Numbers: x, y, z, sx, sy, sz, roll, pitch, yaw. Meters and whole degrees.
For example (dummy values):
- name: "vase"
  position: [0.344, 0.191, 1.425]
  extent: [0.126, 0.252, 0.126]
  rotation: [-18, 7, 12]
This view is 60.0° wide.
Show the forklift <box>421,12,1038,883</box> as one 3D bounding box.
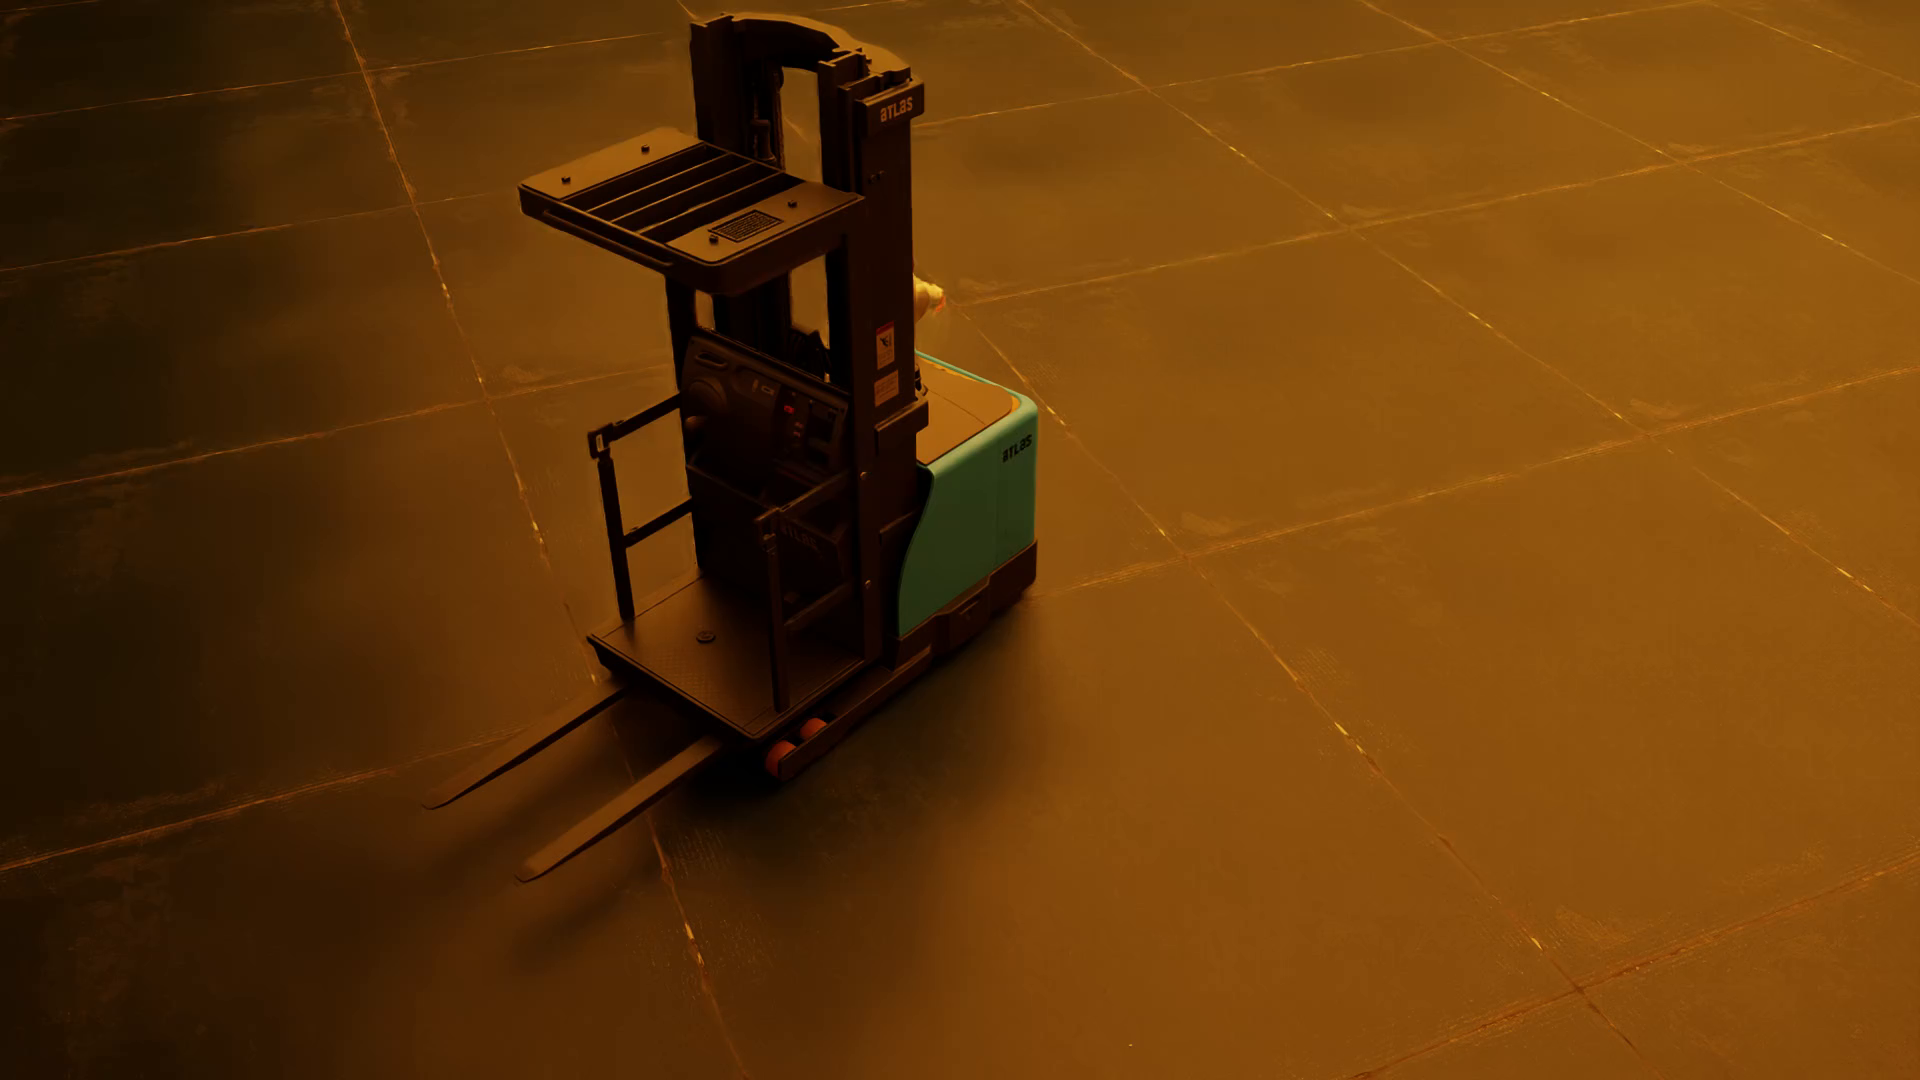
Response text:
- name: "forklift"
  position: [-0.956, -0.491, 6.789]
  extent: [1.130, 2.935, 3.031]
  rotation: [26, 43, 32]

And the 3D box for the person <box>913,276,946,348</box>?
- name: "person"
  position: [-0.321, -1.004, 8.787]
  extent: [0.749, 1.388, 0.807]
  rotation: [28, 44, 34]
